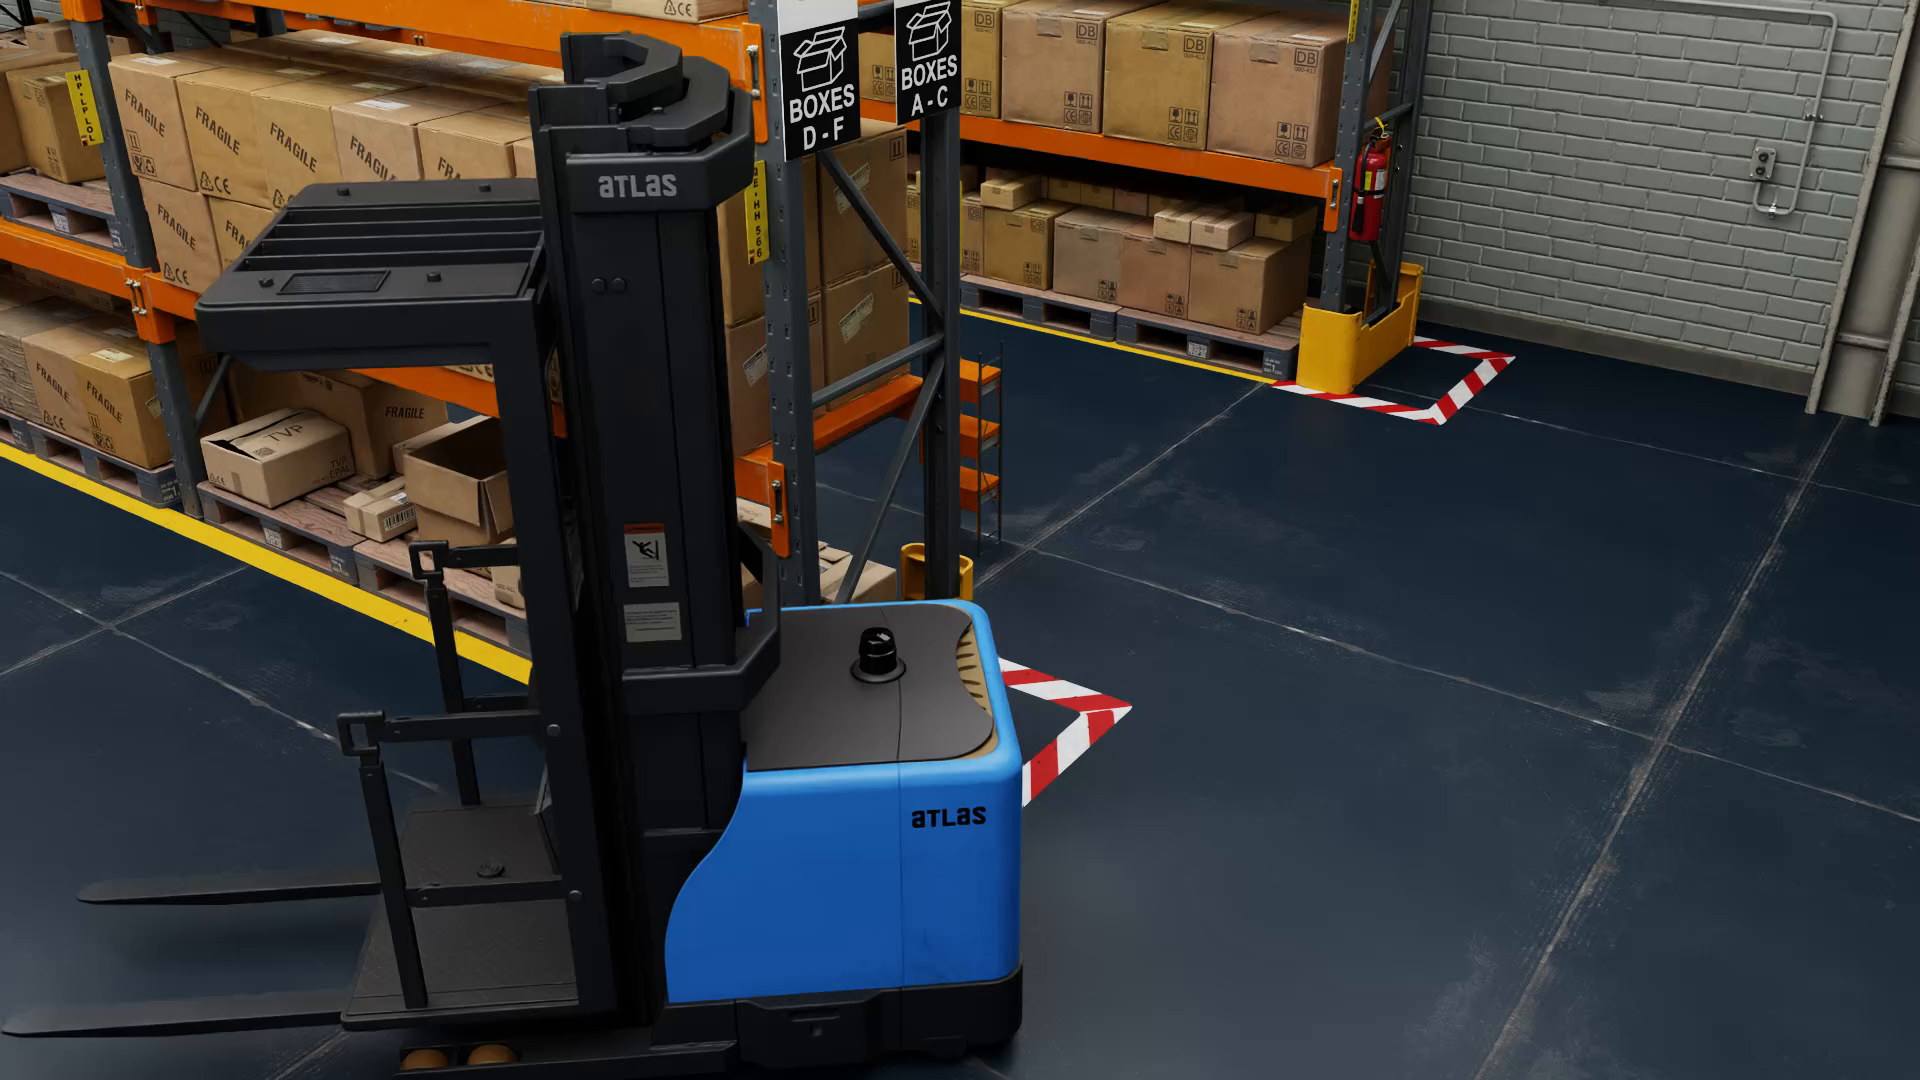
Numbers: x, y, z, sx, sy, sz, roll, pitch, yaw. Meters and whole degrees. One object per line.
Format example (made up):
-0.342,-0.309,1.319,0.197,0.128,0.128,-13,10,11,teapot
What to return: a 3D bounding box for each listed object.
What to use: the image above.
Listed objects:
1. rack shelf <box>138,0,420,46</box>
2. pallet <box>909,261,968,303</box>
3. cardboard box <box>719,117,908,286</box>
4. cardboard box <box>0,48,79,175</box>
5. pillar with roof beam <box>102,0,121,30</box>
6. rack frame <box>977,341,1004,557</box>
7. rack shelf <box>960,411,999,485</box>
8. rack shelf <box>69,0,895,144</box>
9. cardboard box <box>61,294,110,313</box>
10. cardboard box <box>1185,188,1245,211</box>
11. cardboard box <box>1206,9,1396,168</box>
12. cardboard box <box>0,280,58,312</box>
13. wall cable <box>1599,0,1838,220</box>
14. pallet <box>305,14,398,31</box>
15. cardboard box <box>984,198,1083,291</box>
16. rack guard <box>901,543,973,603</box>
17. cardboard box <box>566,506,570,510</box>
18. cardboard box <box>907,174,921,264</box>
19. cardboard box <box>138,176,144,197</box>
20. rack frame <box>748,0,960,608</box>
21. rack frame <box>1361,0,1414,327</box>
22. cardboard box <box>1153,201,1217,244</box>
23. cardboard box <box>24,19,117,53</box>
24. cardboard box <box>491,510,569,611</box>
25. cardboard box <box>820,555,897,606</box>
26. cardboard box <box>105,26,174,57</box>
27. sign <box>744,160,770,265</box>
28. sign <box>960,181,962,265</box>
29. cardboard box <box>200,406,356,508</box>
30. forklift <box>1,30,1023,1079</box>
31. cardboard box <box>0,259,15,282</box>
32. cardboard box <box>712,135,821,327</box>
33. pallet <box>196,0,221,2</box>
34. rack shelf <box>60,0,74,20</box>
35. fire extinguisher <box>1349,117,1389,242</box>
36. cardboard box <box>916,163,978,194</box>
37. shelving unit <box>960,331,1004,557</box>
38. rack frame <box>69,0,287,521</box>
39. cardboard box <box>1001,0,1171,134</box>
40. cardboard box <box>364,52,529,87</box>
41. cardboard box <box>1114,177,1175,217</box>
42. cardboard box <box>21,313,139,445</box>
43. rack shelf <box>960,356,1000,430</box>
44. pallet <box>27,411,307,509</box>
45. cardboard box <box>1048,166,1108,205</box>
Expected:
-5.772,-4.708,14.988,4.000,0.370,1.077,17,32,30,rack shelf
-0.243,-2.021,11.989,1.213,0.211,1.003,17,32,30,pallet
-0.547,-1.311,6.306,0.500,0.500,0.500,18,32,32,cardboard box
-5.119,-2.298,8.885,0.500,0.500,0.700,9,28,18,cardboard box
-12.088,-7.778,13.611,0.400,9.000,9.100,17,32,30,pillar with roof beam
0.145,-0.423,7.923,0.008,1.050,0.200,17,32,30,rack frame
0.044,-0.445,7.990,0.240,0.259,0.215,17,32,30,rack shelf
-1.979,-2.138,6.630,4.000,0.370,1.077,17,32,30,rack shelf
-4.742,-1.197,9.565,0.500,0.500,0.500,18,32,31,cardboard box
1.636,-2.138,10.722,0.250,0.149,0.380,17,32,30,cardboard box
2.045,-2.722,9.961,0.700,0.700,0.980,19,33,33,cardboard box
-5.433,-1.126,9.426,0.500,0.500,0.500,16,31,29,cardboard box
4.062,-2.939,9.597,1.851,1.984,0.084,17,32,30,wall cable
-4.771,-4.573,14.141,1.003,0.211,1.213,17,32,30,pallet
0.567,-2.068,11.300,0.500,0.500,0.700,18,32,31,cardboard box
-0.393,0.486,6.743,0.348,0.500,1.175,17,32,30,rack guard
-1.442,-0.081,7.649,0.500,0.250,0.500,17,32,30,cardboard box
-0.267,-2.331,11.816,0.500,0.500,0.700,18,32,31,cardboard box
-3.891,-2.072,8.442,0.500,0.500,0.700,7,28,13,cardboard box
-0.330,-0.608,6.138,0.127,3.000,1.000,17,32,30,rack frame
2.469,-2.460,9.777,0.053,2.616,0.949,17,32,30,rack frame
1.418,-1.996,10.443,0.250,0.149,0.380,18,32,32,cardboard box
-9.152,-5.087,17.210,0.500,0.500,0.700,15,31,27,cardboard box
-1.684,0.118,7.257,0.500,0.250,0.500,17,32,30,cardboard box
-0.481,0.230,7.149,0.250,0.149,0.380,17,32,30,cardboard box
-8.298,-4.876,16.796,0.544,0.500,0.544,18,32,31,cardboard box
-0.661,-1.063,5.406,0.005,0.325,0.100,17,32,30,sign
-0.023,-1.197,6.340,0.005,0.325,0.100,17,32,30,sign
-3.404,-0.445,8.296,0.500,0.311,0.500,17,32,30,cardboard box
-1.359,0.123,4.776,3.031,2.935,1.130,-3,27,-5,forklift
-5.594,-1.459,10.081,0.500,0.500,0.500,16,31,29,cardboard box
-0.853,-1.110,5.911,0.500,0.500,0.500,17,32,30,cardboard box
-6.872,-5.207,15.385,1.213,0.211,1.003,17,32,30,pallet
-5.276,-3.165,8.648,4.000,0.370,1.077,17,32,30,rack shelf
2.334,-2.049,9.466,0.183,0.674,0.296,17,32,30,fire extinguisher
-0.088,-2.464,11.362,0.250,0.149,0.380,19,32,32,cardboard box
0.044,-0.454,7.985,0.252,1.050,0.215,17,32,30,shelving unit
-3.627,-1.635,8.156,0.127,3.000,1.000,17,32,30,rack frame
0.816,-3.104,10.711,0.700,0.700,0.980,16,31,28,cardboard box
-2.225,-1.833,7.331,0.500,0.500,0.500,18,32,31,cardboard box
1.220,-2.268,10.977,0.250,0.149,0.380,18,32,31,cardboard box
-4.599,-0.867,8.918,0.500,0.500,0.500,17,32,30,cardboard box
0.044,-0.698,7.861,0.240,0.259,0.215,17,32,30,rack shelf
-4.319,-0.587,9.172,1.213,0.211,1.003,17,32,30,pallet
0.800,-2.399,11.234,0.250,0.149,0.380,17,31,29,cardboard box
